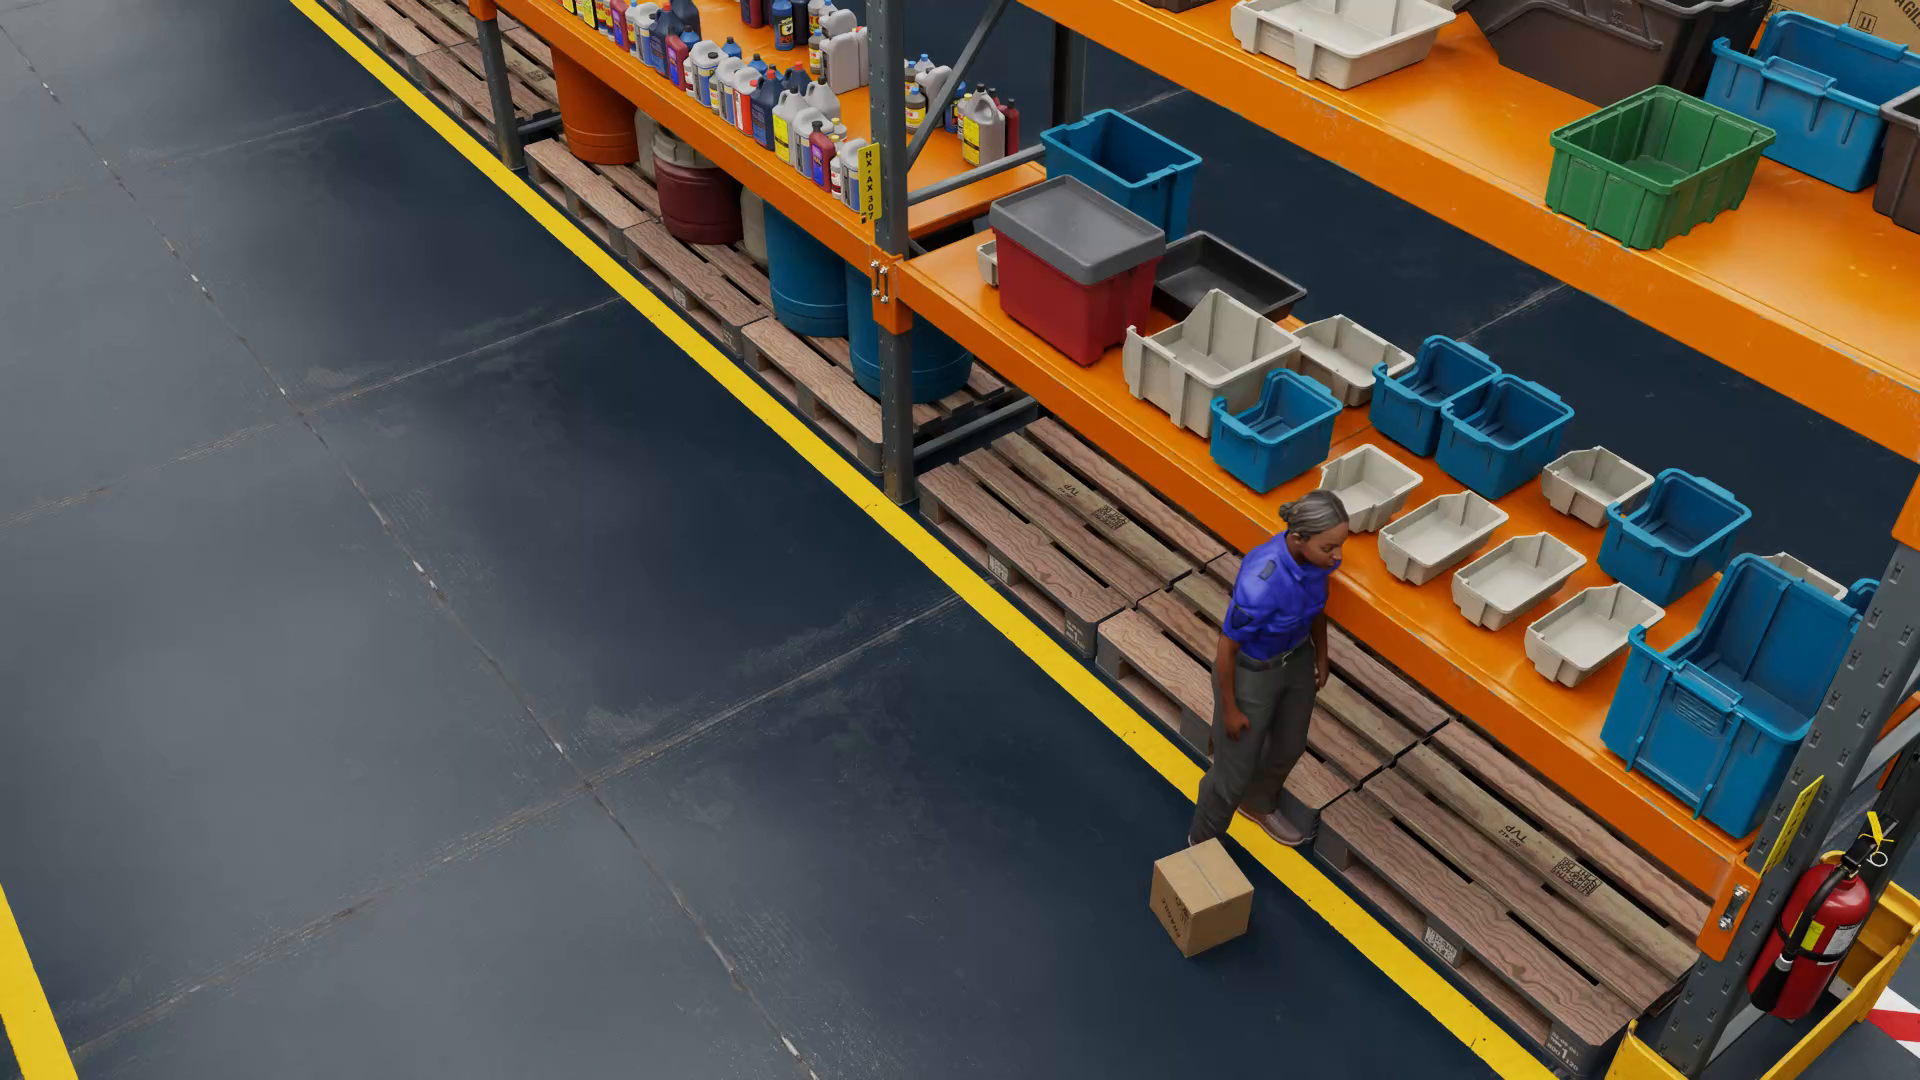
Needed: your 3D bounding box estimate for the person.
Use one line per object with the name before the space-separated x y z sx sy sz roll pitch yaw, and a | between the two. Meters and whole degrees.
person | 1.048 0.471 5.609 0.507 1.655 0.349 -26 47 -28
